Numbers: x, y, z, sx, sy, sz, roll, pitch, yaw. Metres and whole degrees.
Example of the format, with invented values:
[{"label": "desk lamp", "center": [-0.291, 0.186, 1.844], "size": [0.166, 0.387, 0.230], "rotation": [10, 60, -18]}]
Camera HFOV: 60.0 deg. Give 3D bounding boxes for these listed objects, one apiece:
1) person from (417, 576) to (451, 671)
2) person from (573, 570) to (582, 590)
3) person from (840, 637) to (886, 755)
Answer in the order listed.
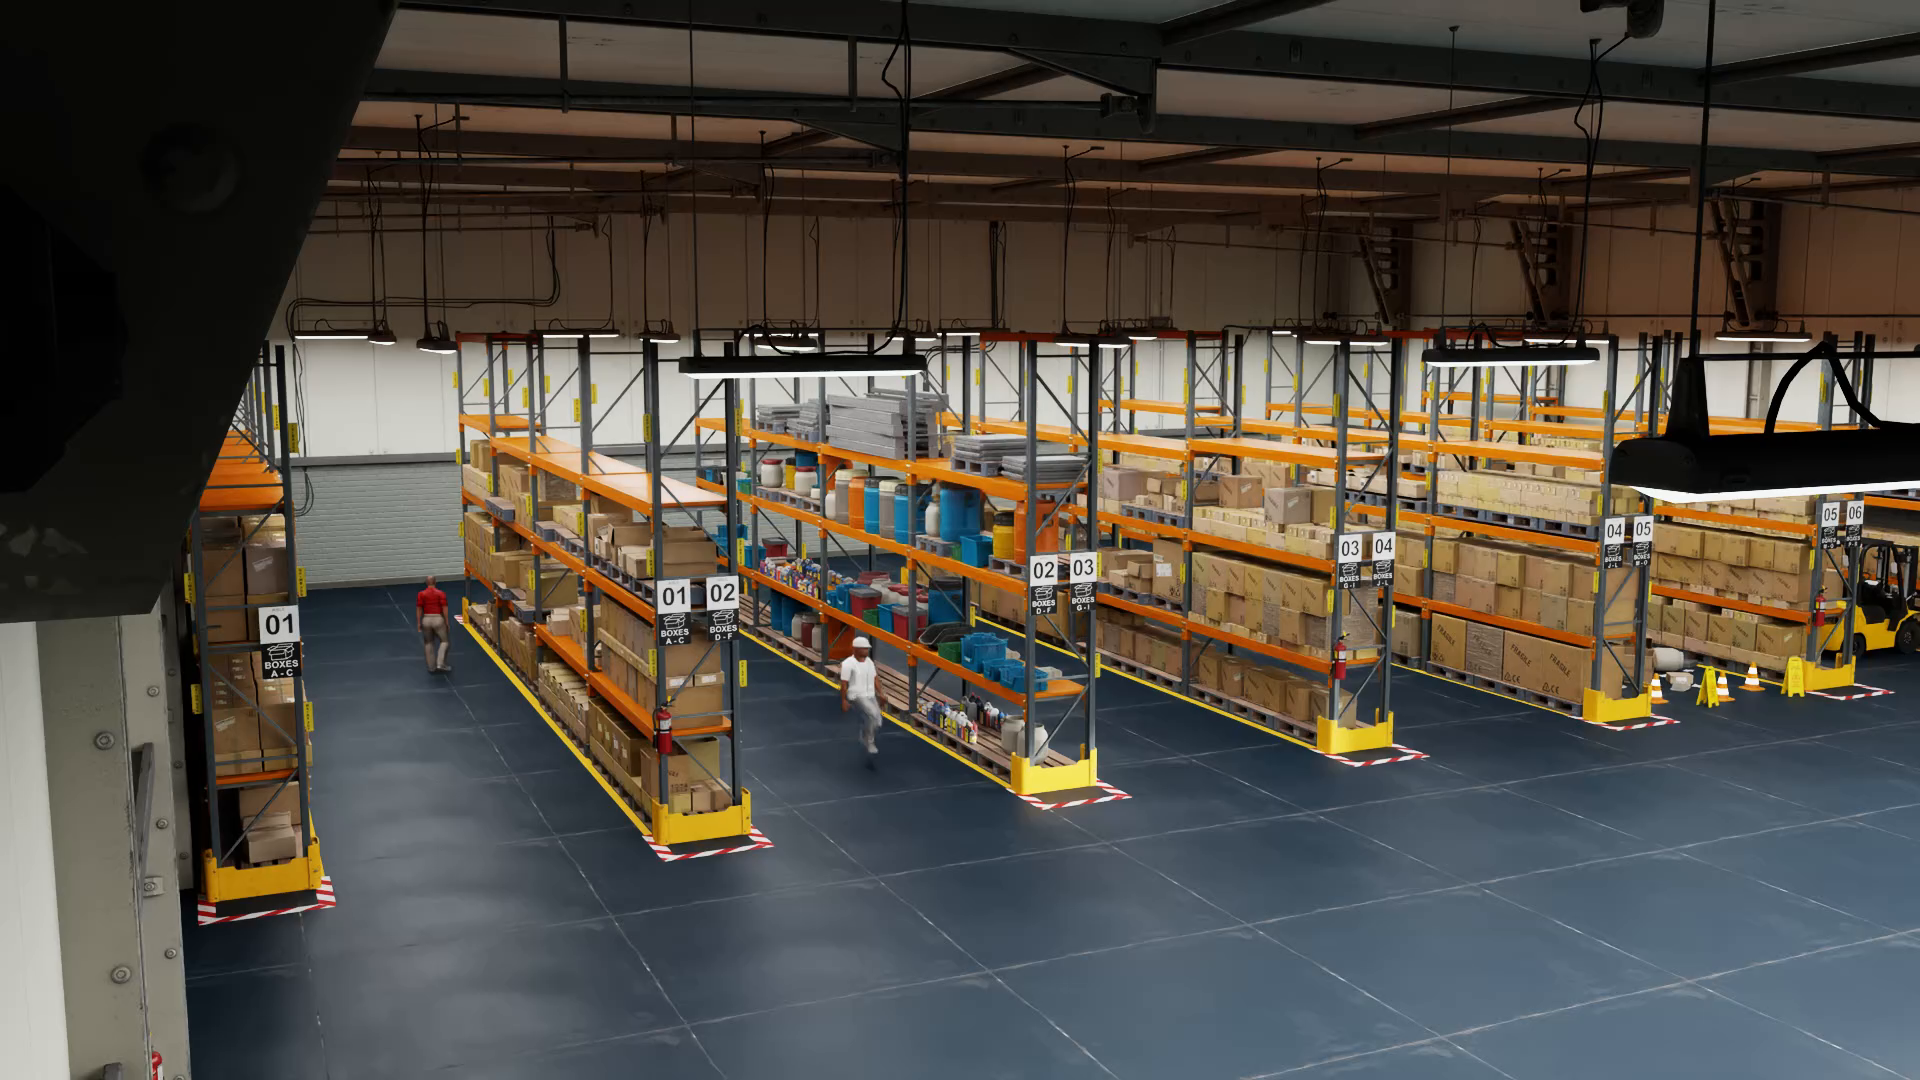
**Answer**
[{"label": "person", "center": [-9.383, 1.495, 29.625], "size": [0.576, 1.723, 0.533], "rotation": [0, 8, 0]}, {"label": "person", "center": [-8.918, 0.342, 38.175], "size": [0.501, 1.667, 0.509], "rotation": [-3, 8, -23]}, {"label": "person", "center": [-1.286, 2.169, 23.440], "size": [0.692, 1.567, 0.593], "rotation": [7, 11, 43]}]
